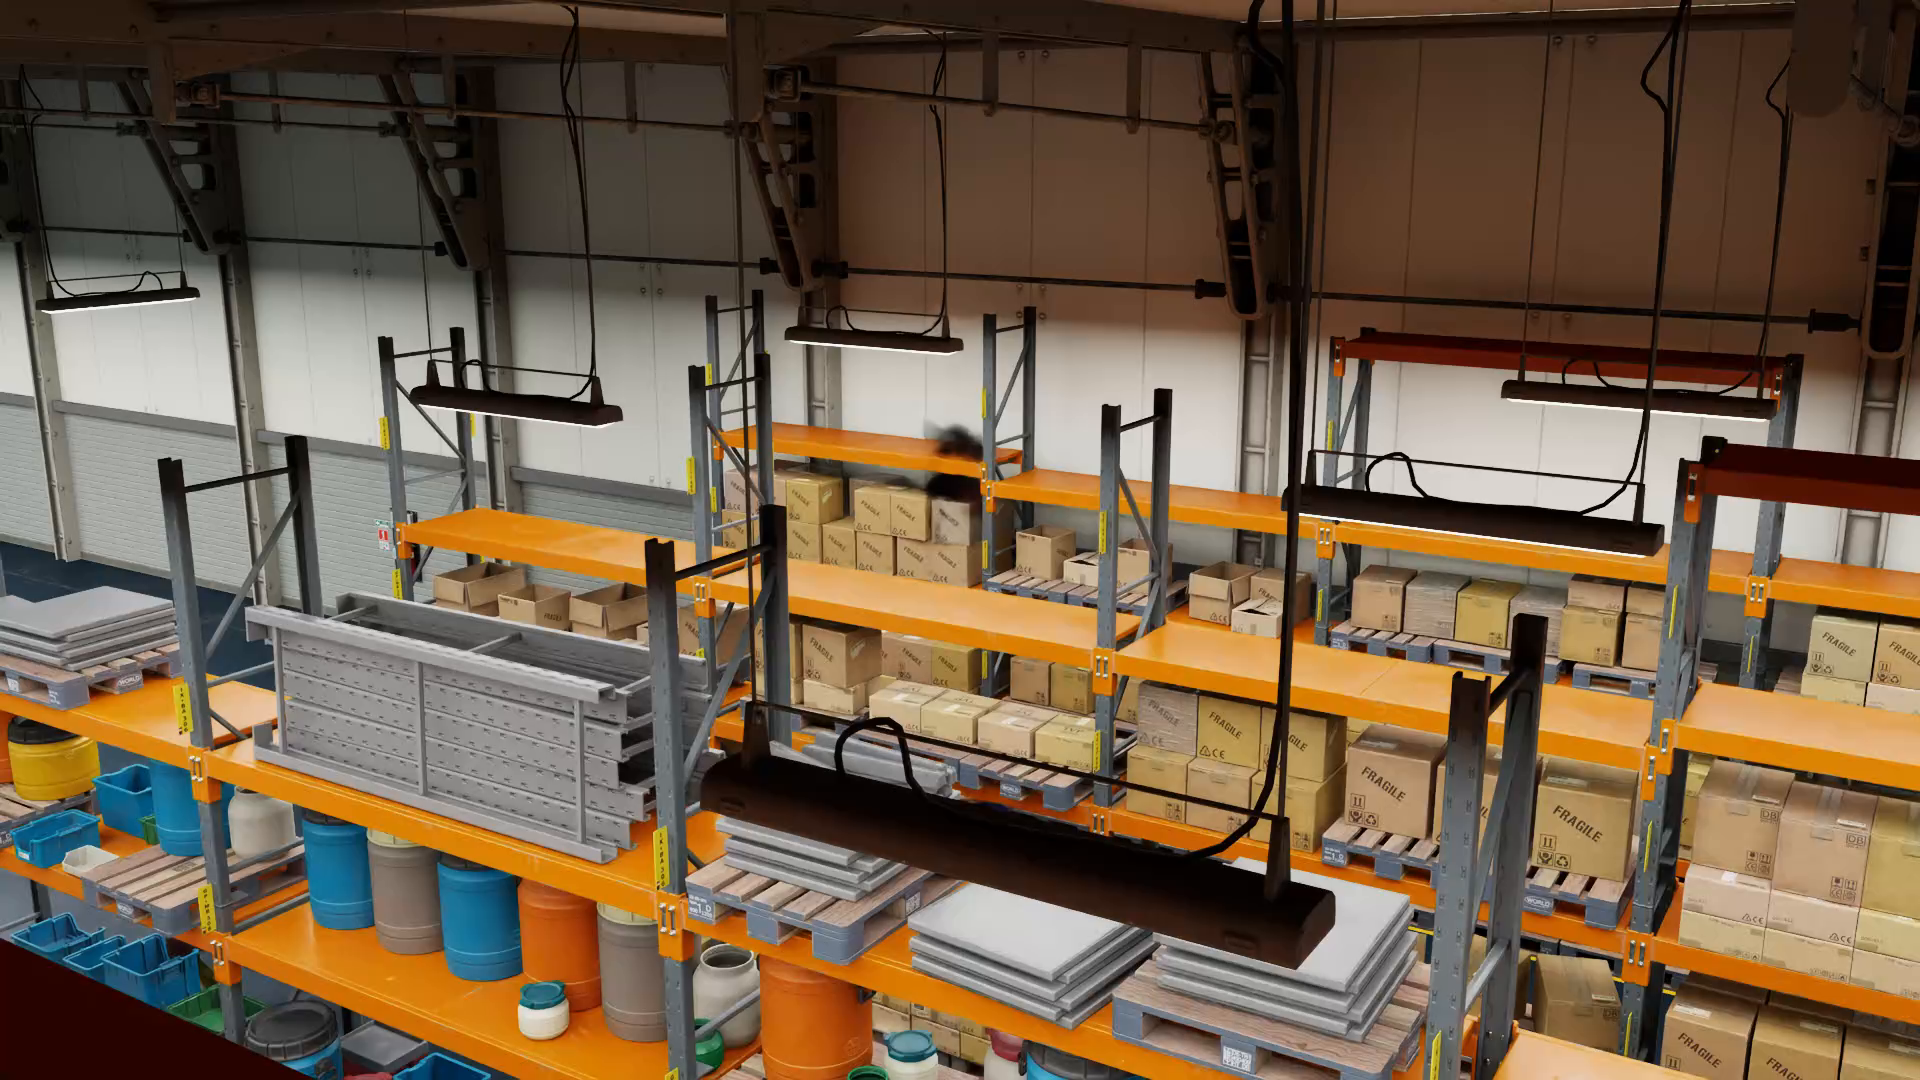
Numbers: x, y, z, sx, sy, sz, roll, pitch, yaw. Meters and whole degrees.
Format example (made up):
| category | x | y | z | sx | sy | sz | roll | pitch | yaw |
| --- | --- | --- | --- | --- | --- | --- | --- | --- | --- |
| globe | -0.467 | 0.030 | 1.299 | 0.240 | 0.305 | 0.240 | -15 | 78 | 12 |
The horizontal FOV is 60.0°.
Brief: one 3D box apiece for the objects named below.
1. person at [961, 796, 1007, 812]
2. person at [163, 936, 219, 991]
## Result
| category | x | y | z | sx | sy | sz | roll | pitch | yaw |
| --- | --- | --- | --- | --- | --- | --- | --- | --- | --- |
| person | 0.308 | 2.860 | 17.215 | 0.686 | 1.658 | 0.613 | 7 | 15 | 26 |
| person | -7.134 | 3.664 | 15.225 | 0.714 | 1.601 | 0.693 | 0 | 14 | 2 |
